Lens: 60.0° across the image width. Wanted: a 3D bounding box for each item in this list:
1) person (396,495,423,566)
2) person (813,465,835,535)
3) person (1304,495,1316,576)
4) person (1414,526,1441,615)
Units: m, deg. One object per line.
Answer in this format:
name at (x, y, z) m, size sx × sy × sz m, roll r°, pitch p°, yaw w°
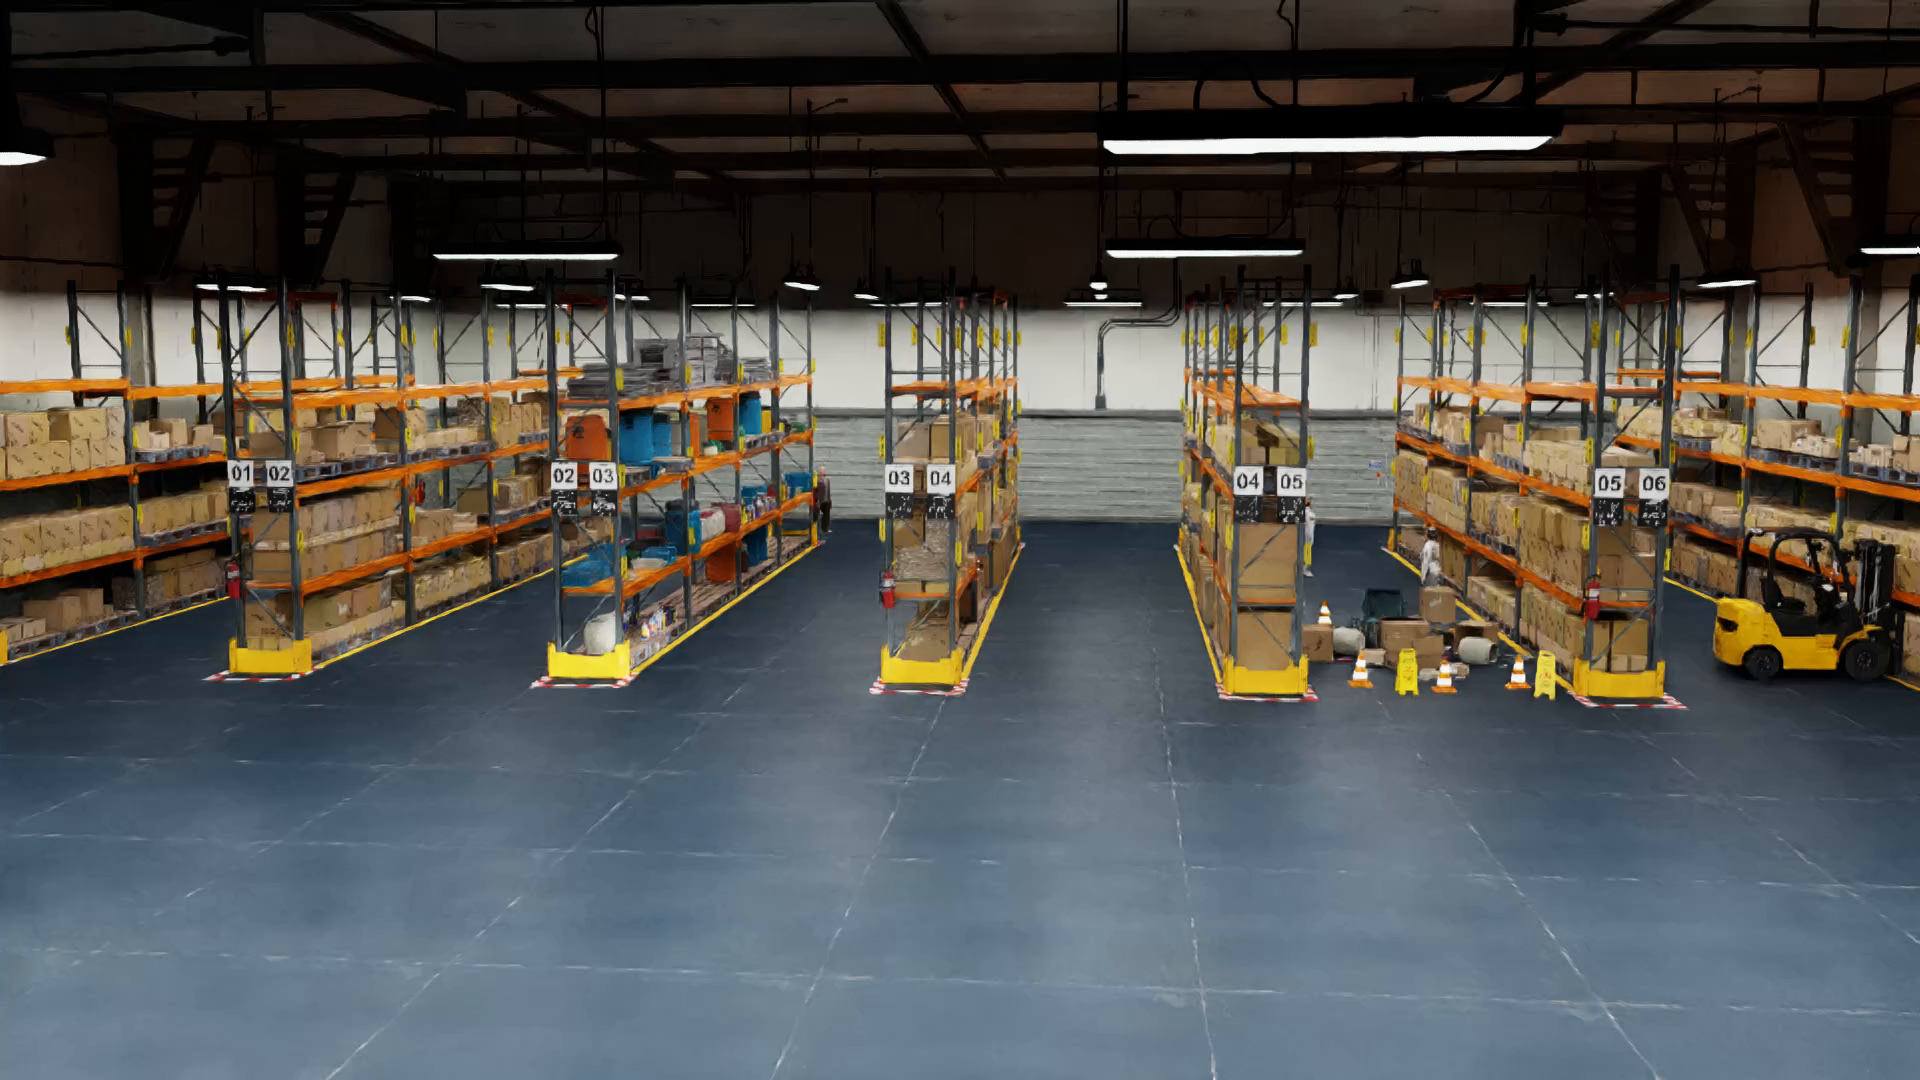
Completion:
person at (-11.619, -0.119, 35.155) m, size 0.677 × 1.742 × 0.552 m, roll 0°, pitch 7°, yaw 3°
person at (-3.602, -1.009, 42.279) m, size 0.751 × 1.774 × 0.500 m, roll -7°, pitch 10°, yaw -44°
person at (7.318, -0.104, 35.072) m, size 0.364 × 1.681 × 0.582 m, roll -2°, pitch 7°, yaw -14°
person at (8.277, 0.597, 29.378) m, size 0.538 × 1.667 × 0.561 m, roll 4°, pitch 8°, yaw 30°
